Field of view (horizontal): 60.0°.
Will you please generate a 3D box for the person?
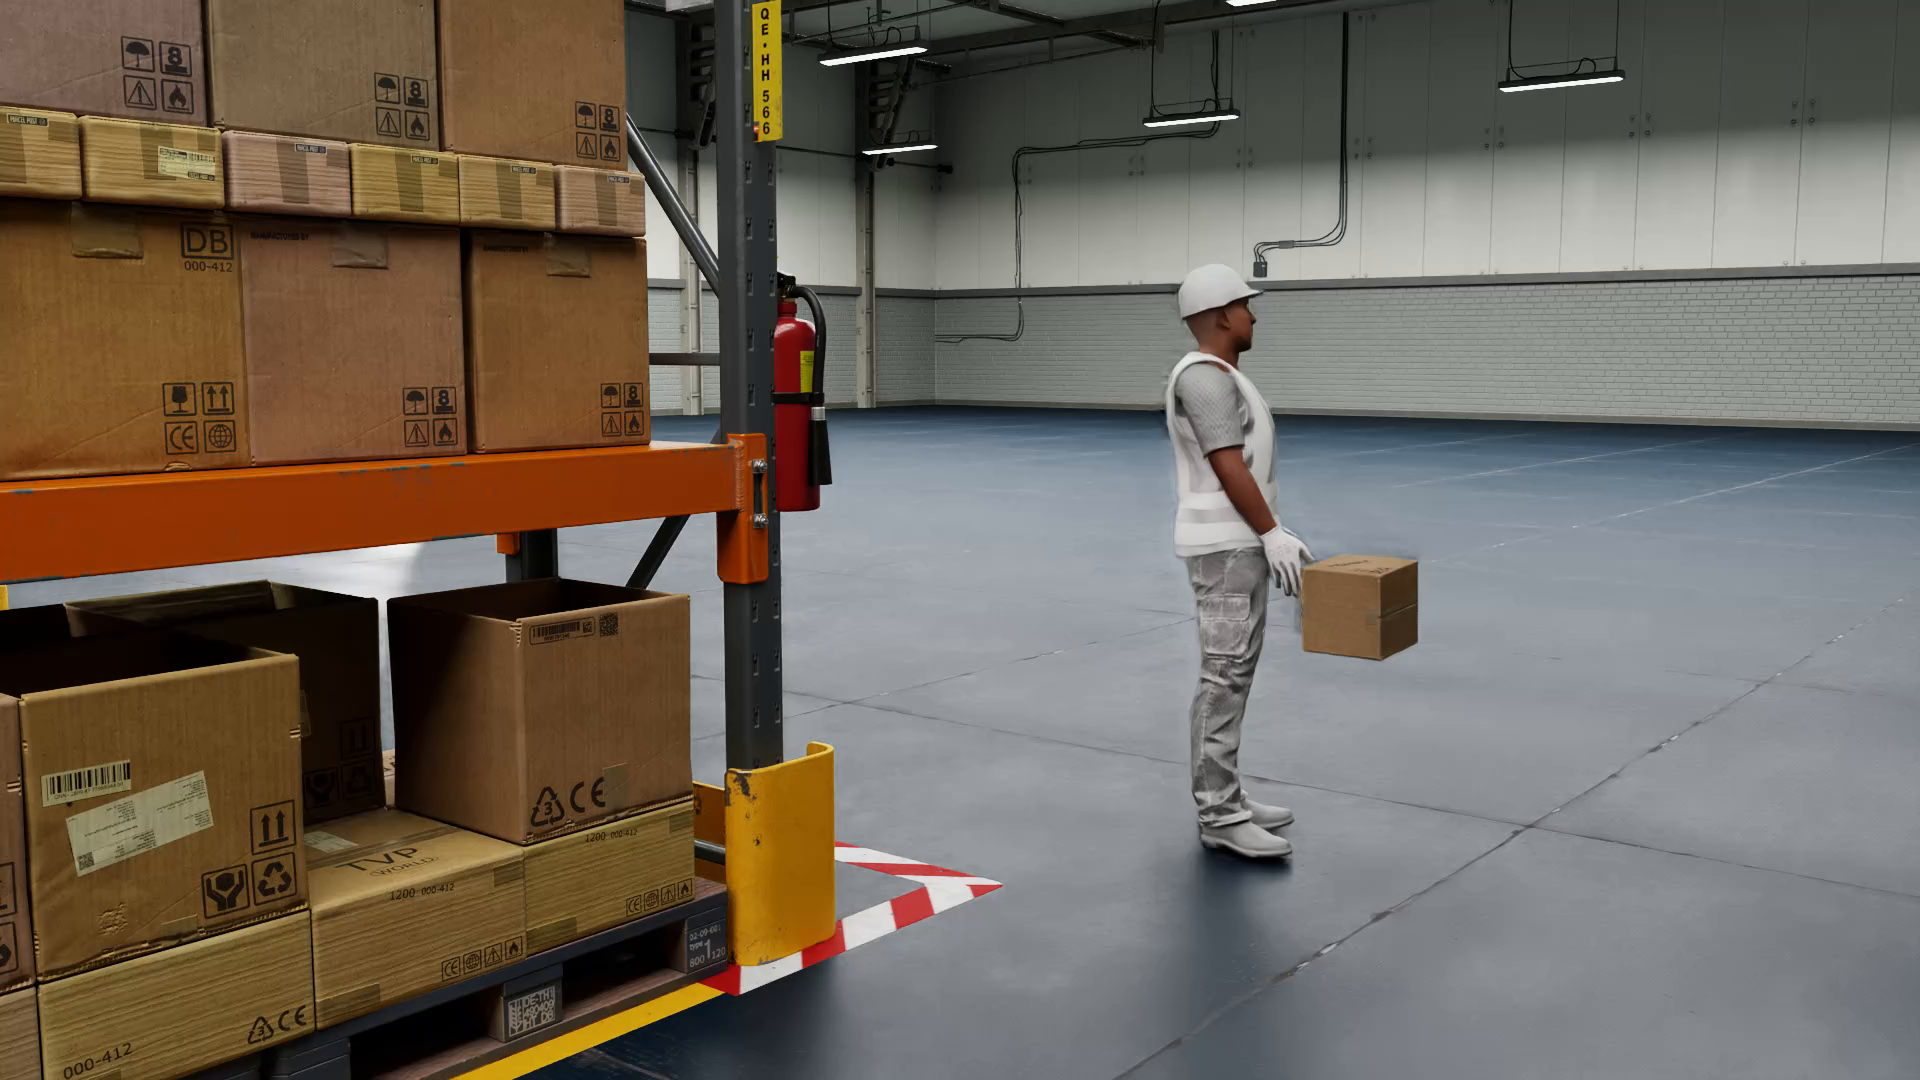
[{"bbox_3d":[0.874,0.040,5.190,0.468,1.791,0.586,1,7,12],"label":"person"}]
